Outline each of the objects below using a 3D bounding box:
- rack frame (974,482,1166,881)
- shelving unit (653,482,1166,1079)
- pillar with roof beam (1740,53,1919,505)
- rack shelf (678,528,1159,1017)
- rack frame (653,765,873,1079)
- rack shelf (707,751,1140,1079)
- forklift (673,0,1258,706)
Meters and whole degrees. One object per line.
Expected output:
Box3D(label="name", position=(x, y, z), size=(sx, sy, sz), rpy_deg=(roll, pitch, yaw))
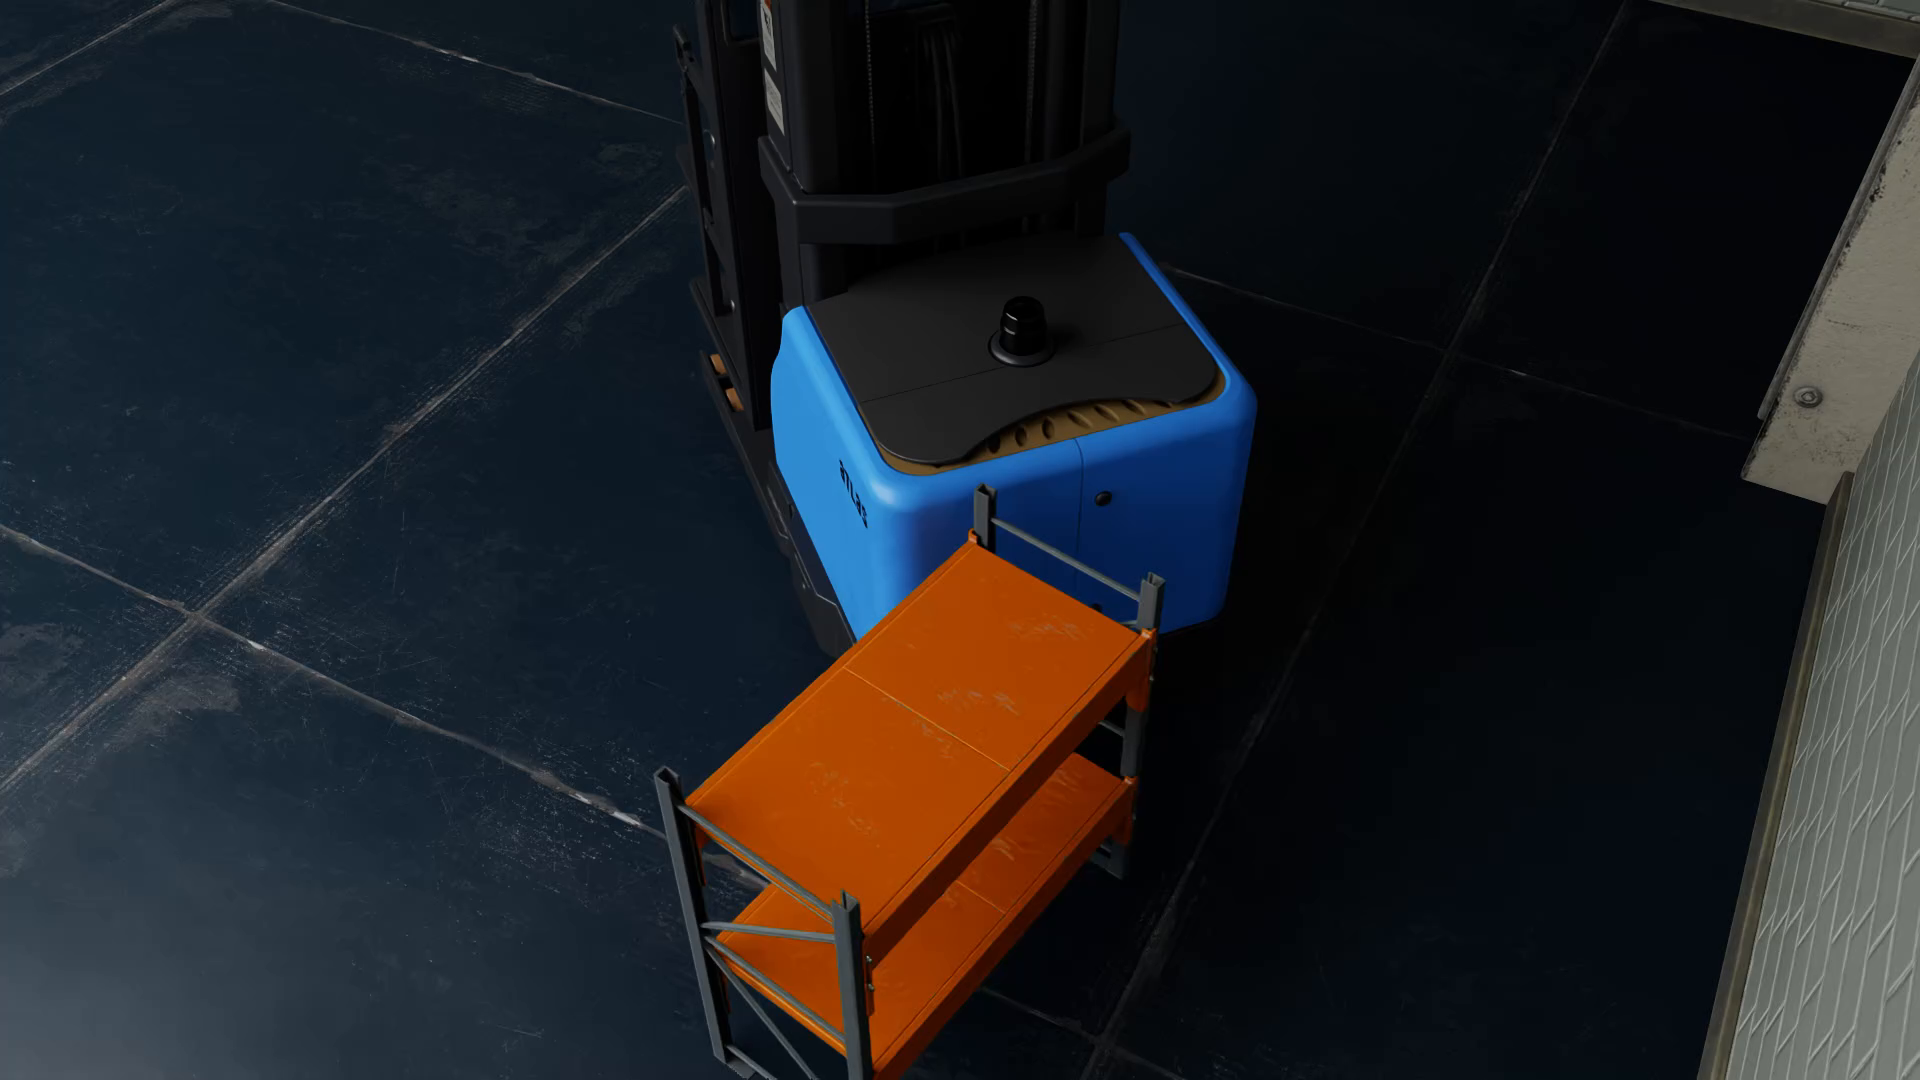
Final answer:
Box3D(label="rack frame", position=(0.238, 0.381, 4.083), size=(0.500, 1.125, 0.032), rpy_deg=(29, 52, 26))
Box3D(label="shelving unit", position=(-0.075, 0.666, 3.801), size=(0.538, 1.125, 1.048), rpy_deg=(29, 52, 26))
Box3D(label="pillar with roof beam", position=(-1.028, -4.862, 3.728), size=(9.100, 9.000, 0.400), rpy_deg=(20, 49, 19))
Box3D(label="rack shelf", position=(-0.075, 0.460, 3.593), size=(0.538, 0.278, 1.000), rpy_deg=(29, 52, 26))
Box3D(label="rack frame", position=(-0.388, 0.951, 3.520), size=(0.500, 1.125, 0.032), rpy_deg=(29, 52, 26))
Box3D(label="rack shelf", position=(-0.075, 0.838, 3.975), size=(0.538, 0.278, 1.000), rpy_deg=(29, 52, 26))
Box3D(label="forklift", position=(-0.242, -1.480, 4.652), size=(1.130, 2.935, 3.031), rpy_deg=(-15, 47, -15))
